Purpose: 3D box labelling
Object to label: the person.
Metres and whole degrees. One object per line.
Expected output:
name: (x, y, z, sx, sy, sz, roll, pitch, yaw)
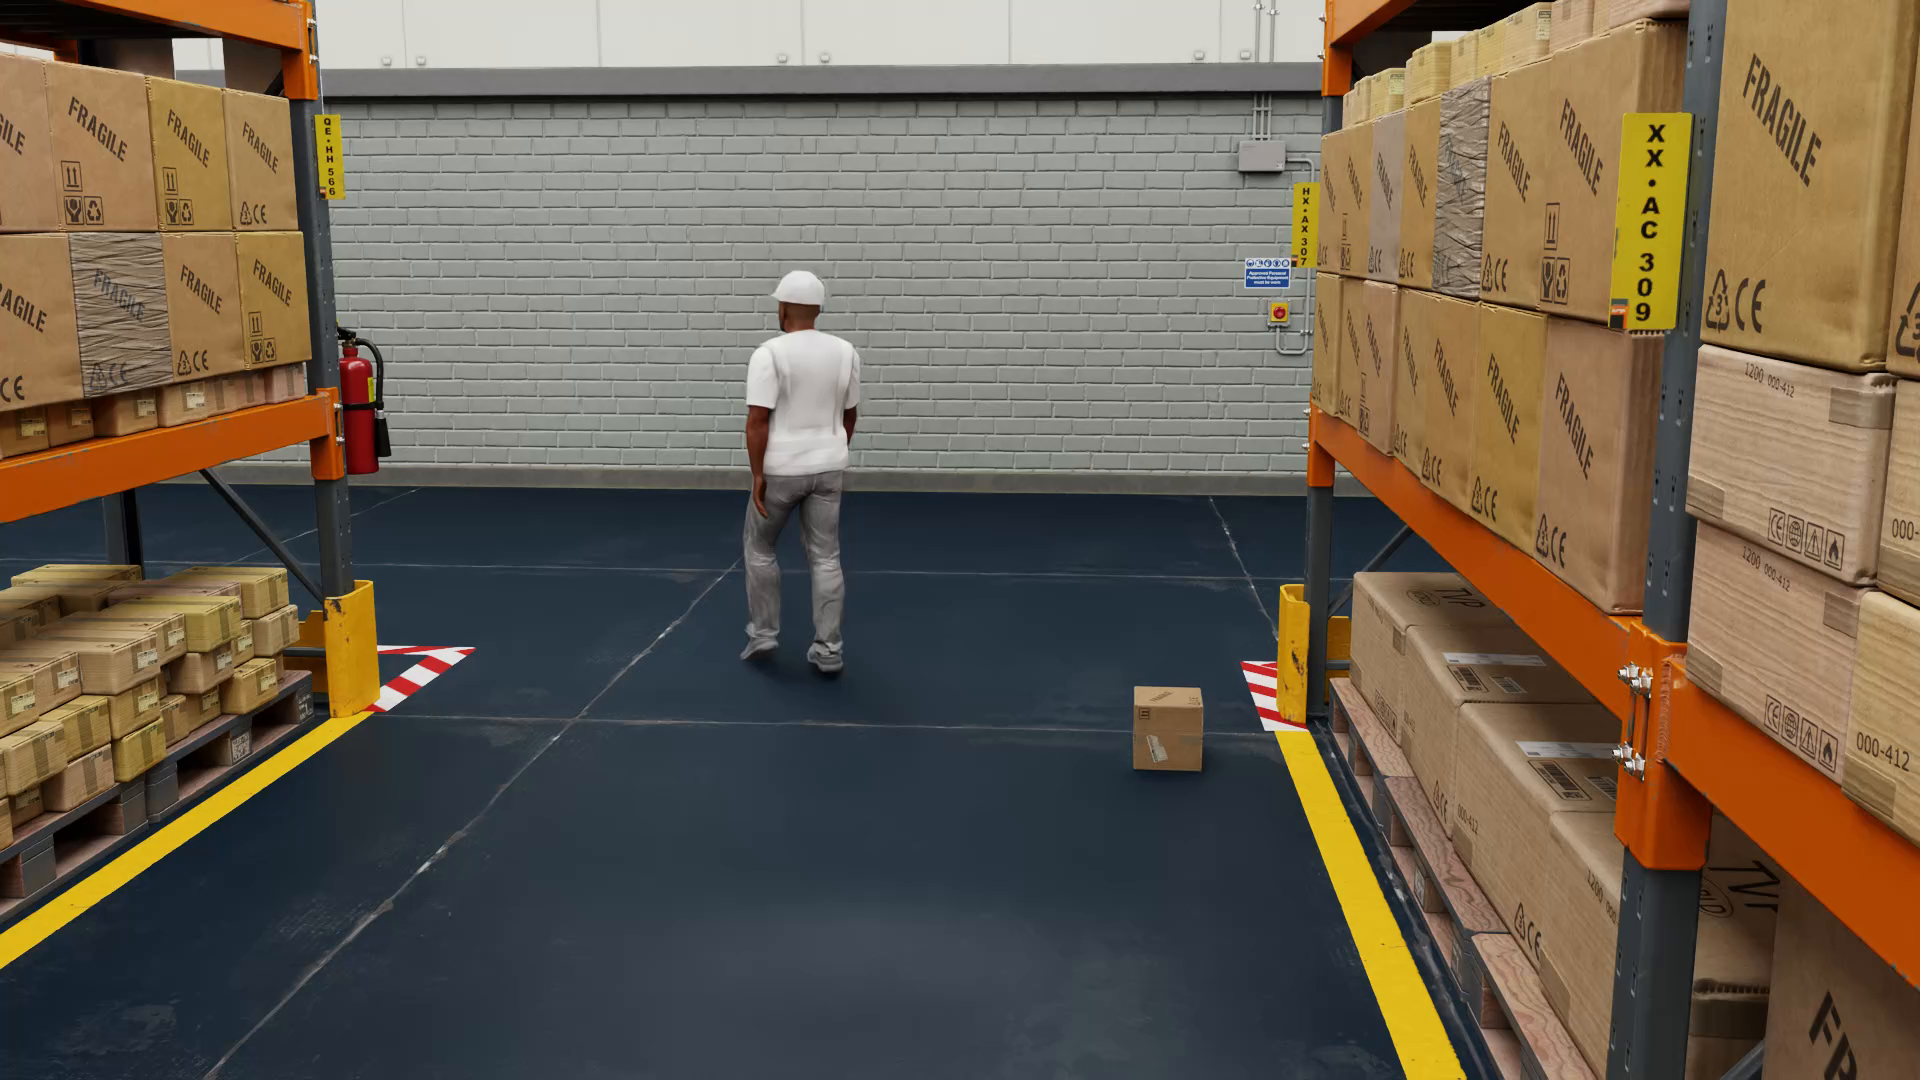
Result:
person: (-0.721, -0.281, 7.414, 0.583, 1.820, 0.666, -6, 12, -28)
